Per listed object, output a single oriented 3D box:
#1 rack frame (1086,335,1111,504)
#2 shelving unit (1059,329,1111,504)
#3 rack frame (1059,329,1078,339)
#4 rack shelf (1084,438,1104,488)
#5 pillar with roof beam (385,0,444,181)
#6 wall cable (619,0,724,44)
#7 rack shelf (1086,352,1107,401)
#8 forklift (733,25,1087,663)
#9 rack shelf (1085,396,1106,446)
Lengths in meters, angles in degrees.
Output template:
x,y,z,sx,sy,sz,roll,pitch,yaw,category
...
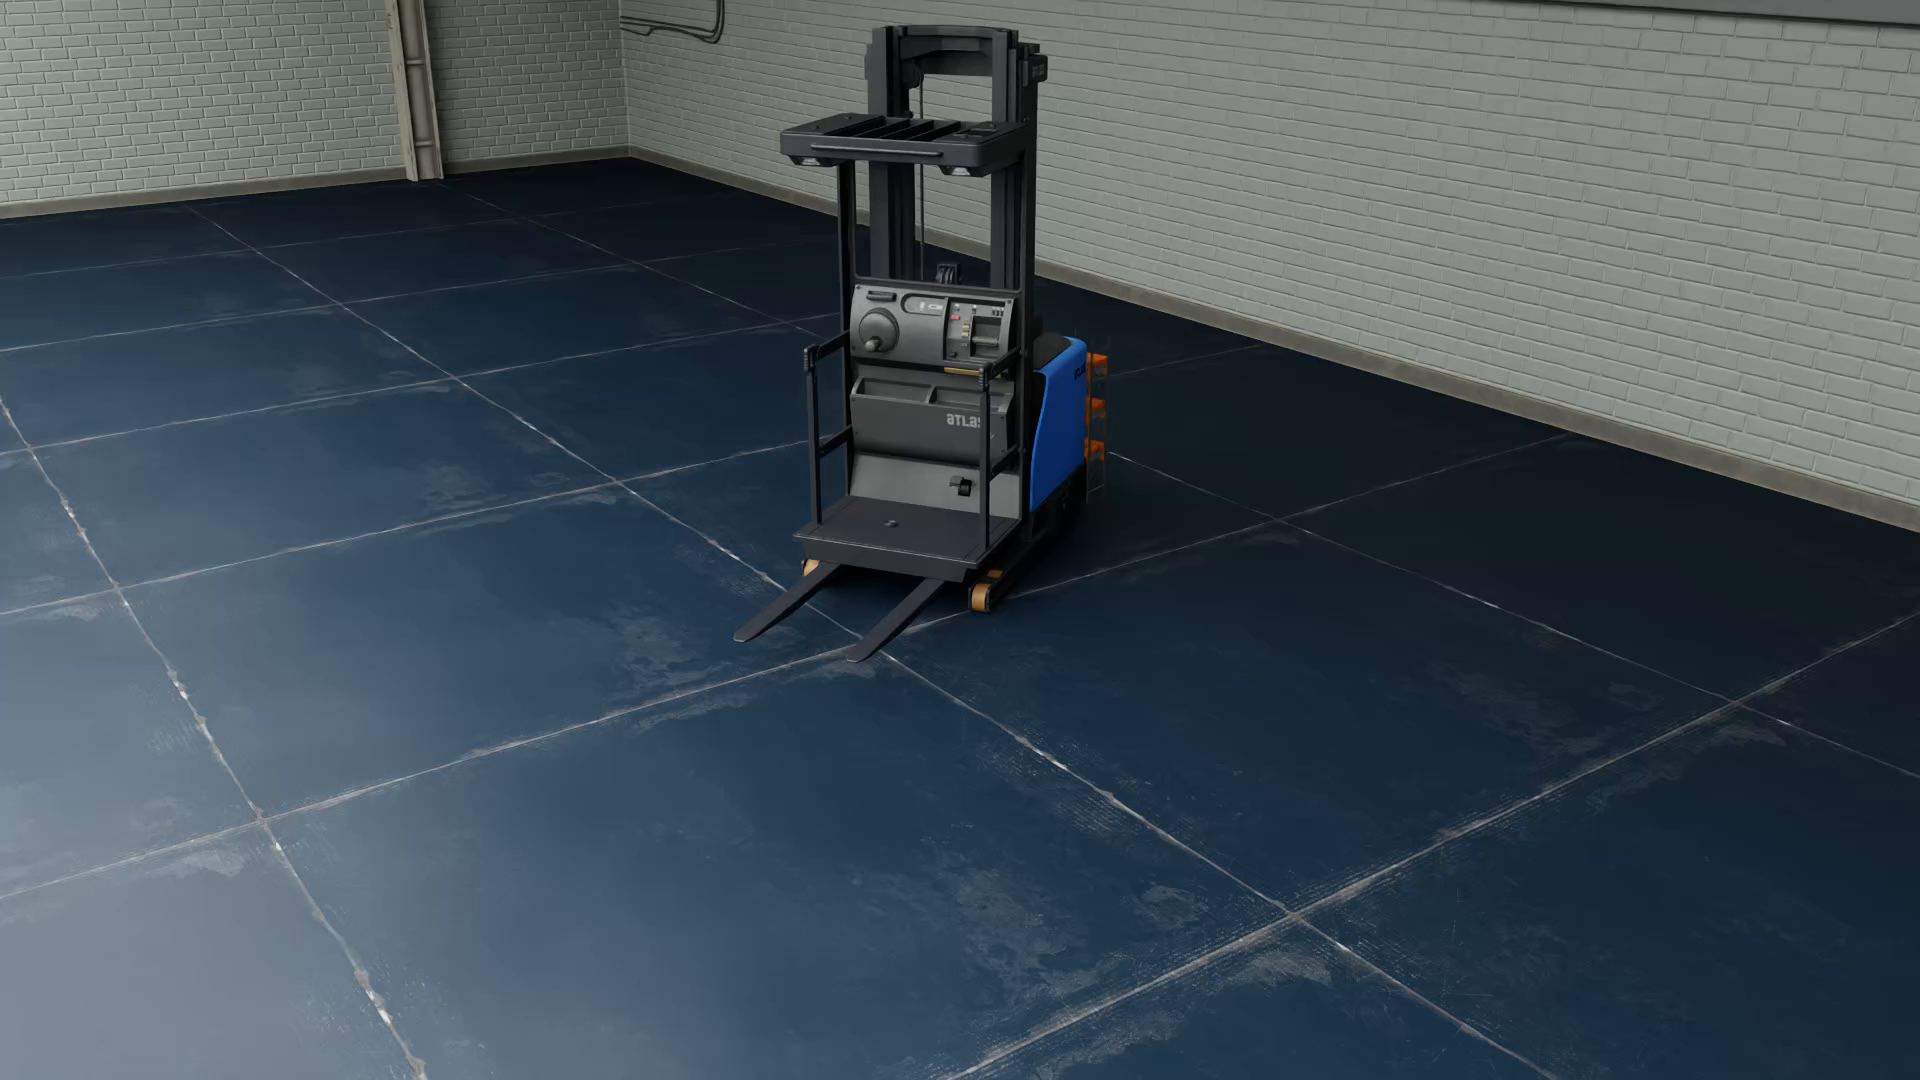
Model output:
x,y,z,sx,sy,sz,roll,pitch,yaw,category
0.860,-0.746,10.348,0.008,1.050,0.200,16,27,35,rack frame
0.765,-0.774,10.419,0.252,1.050,0.215,16,27,35,shelving unit
0.670,-0.802,10.490,0.008,1.050,0.200,16,27,35,rack frame
0.765,-0.506,10.526,0.240,0.259,0.215,16,27,35,rack shelf
-4.482,-7.618,16.845,0.400,9.000,9.100,-15,26,-33,pillar with roof beam
-3.833,-7.711,21.267,0.112,2.526,3.097,-15,26,-33,wall cable
0.765,-1.028,10.318,0.240,0.259,0.215,16,27,35,rack shelf
-0.233,-1.145,8.810,1.130,2.935,3.031,8,23,20,forklift
0.765,-0.764,10.423,0.240,0.259,0.215,16,27,35,rack shelf
